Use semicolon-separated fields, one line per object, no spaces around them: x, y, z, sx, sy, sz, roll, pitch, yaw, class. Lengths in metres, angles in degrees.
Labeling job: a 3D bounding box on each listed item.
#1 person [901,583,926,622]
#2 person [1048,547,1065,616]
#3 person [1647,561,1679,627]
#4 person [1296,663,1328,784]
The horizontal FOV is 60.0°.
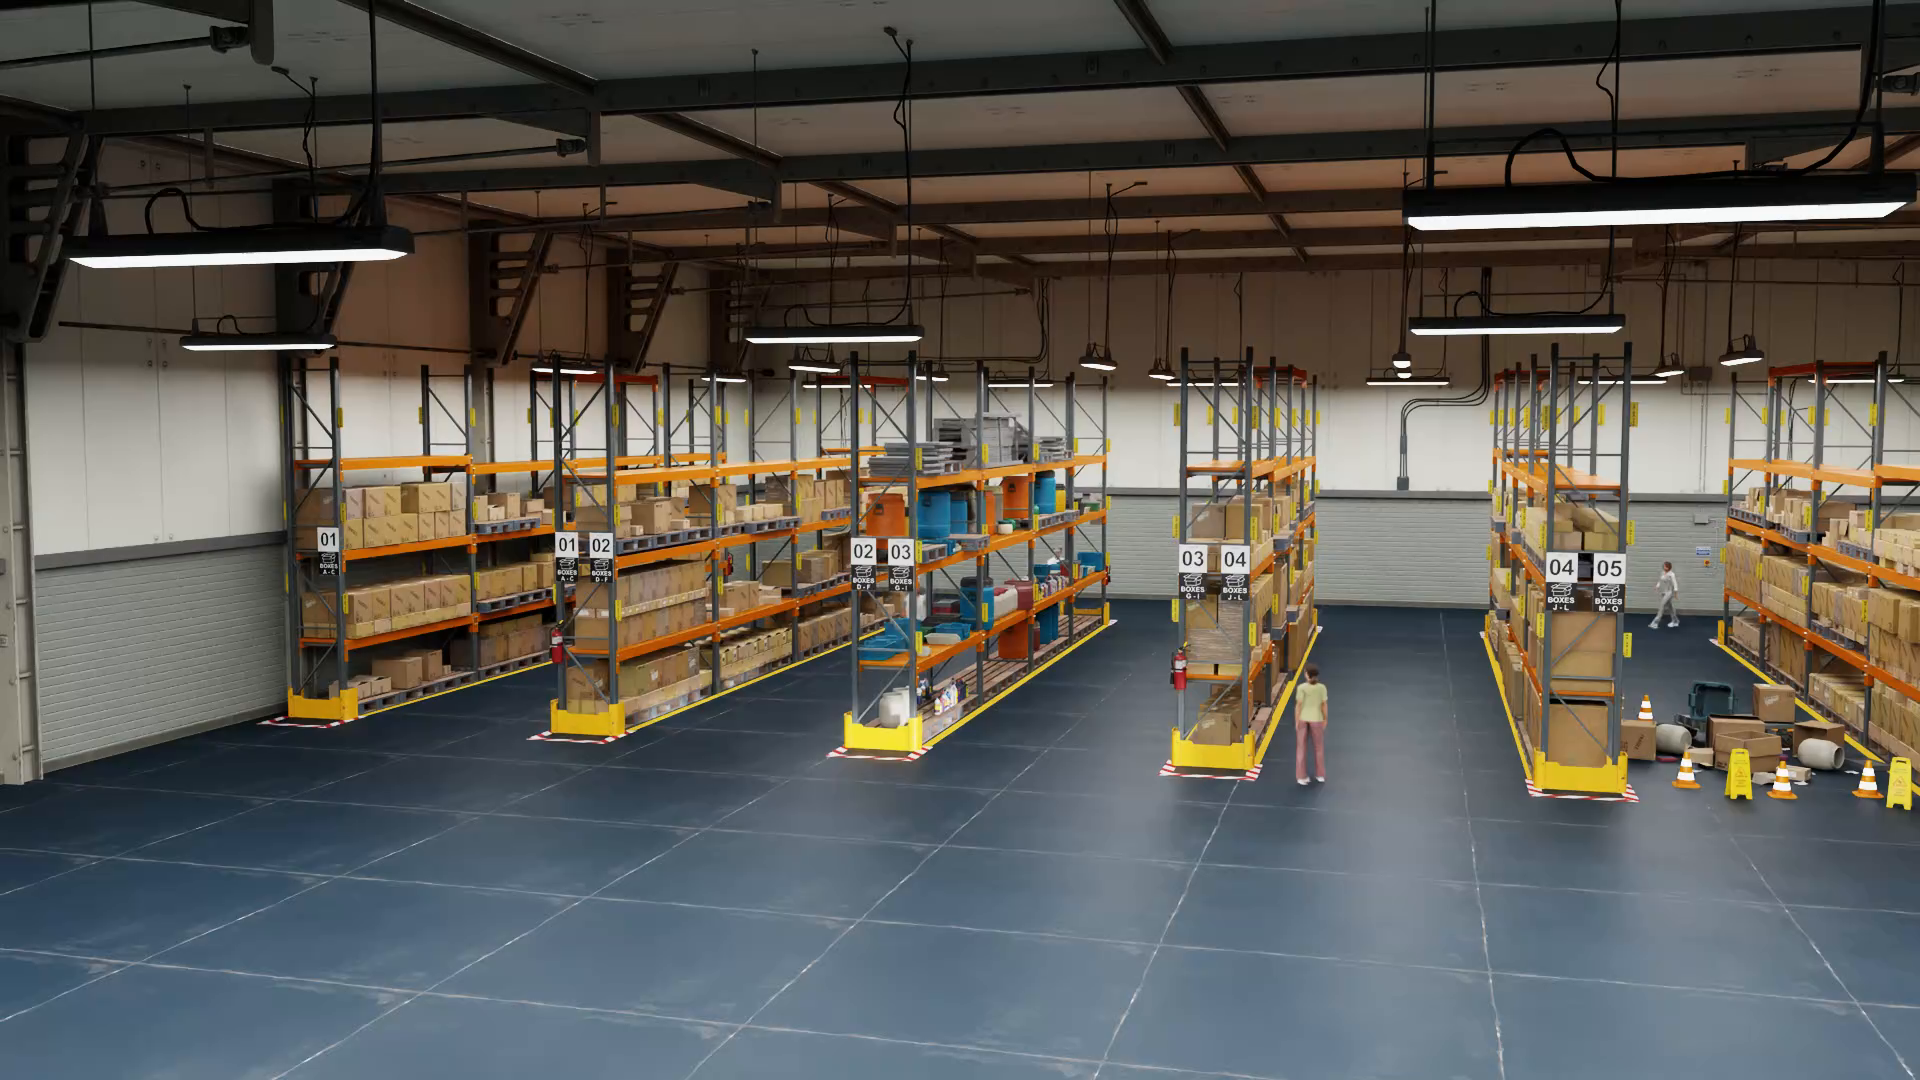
-0.889;1.675;32.712;0.614;1.720;1.059;1;4;13;person
2.457;1.065;41.736;0.605;1.781;0.432;-2;5;-28;person
16.725;1.288;39.564;0.865;1.563;0.409;0;4;-5;person
4.856;2.497;22.836;0.419;1.659;0.565;2;5;25;person
